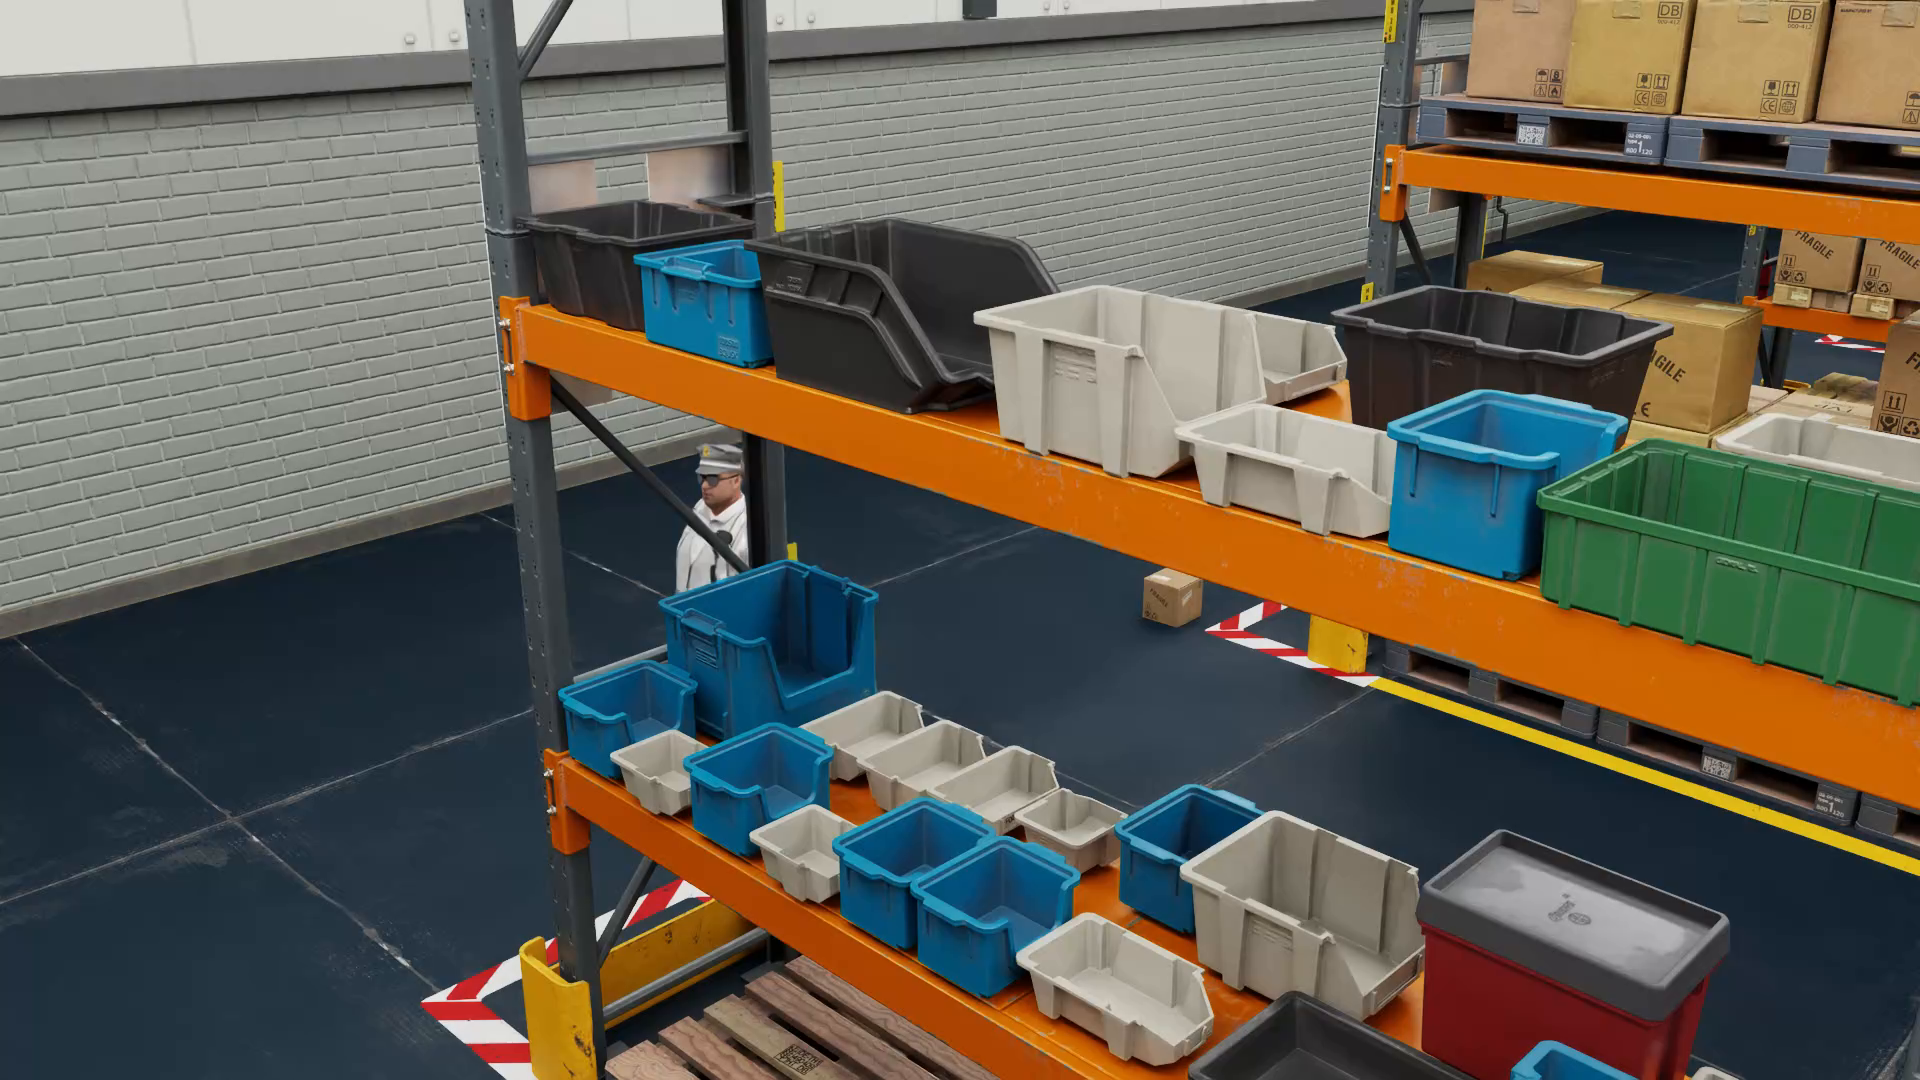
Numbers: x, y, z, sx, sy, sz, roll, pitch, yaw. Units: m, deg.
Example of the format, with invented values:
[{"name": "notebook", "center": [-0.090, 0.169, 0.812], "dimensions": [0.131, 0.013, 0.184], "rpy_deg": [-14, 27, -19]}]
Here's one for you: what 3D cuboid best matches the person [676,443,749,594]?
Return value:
[{"name": "person", "center": [-1.026, 0.409, 7.376], "dimensions": [0.528, 1.758, 0.537], "rpy_deg": [-18, 27, -39]}]
